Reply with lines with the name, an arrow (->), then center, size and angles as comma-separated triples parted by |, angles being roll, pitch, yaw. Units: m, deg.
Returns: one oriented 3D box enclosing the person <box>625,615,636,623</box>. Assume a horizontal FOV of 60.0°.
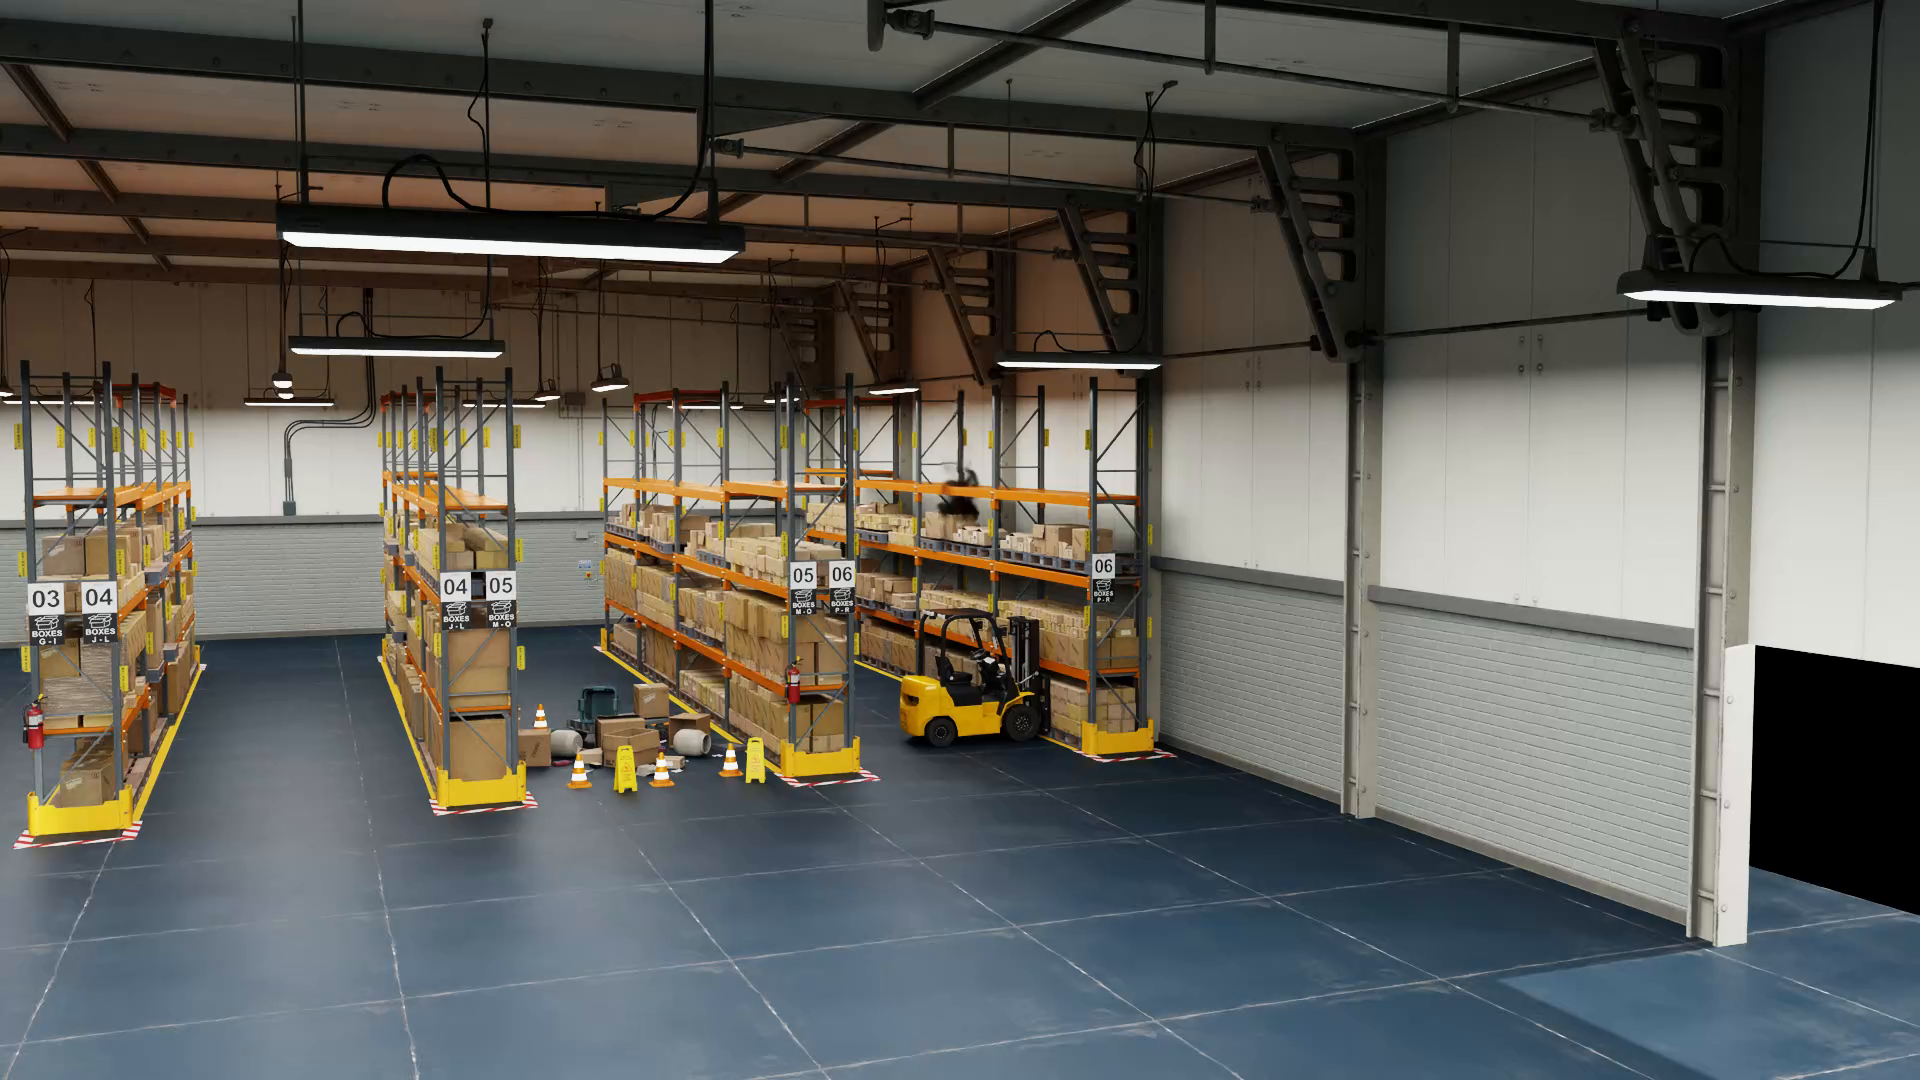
person -> -8.055, 1.755, 41.116 | 0.484, 1.567, 0.705 | 0, 3, 8
